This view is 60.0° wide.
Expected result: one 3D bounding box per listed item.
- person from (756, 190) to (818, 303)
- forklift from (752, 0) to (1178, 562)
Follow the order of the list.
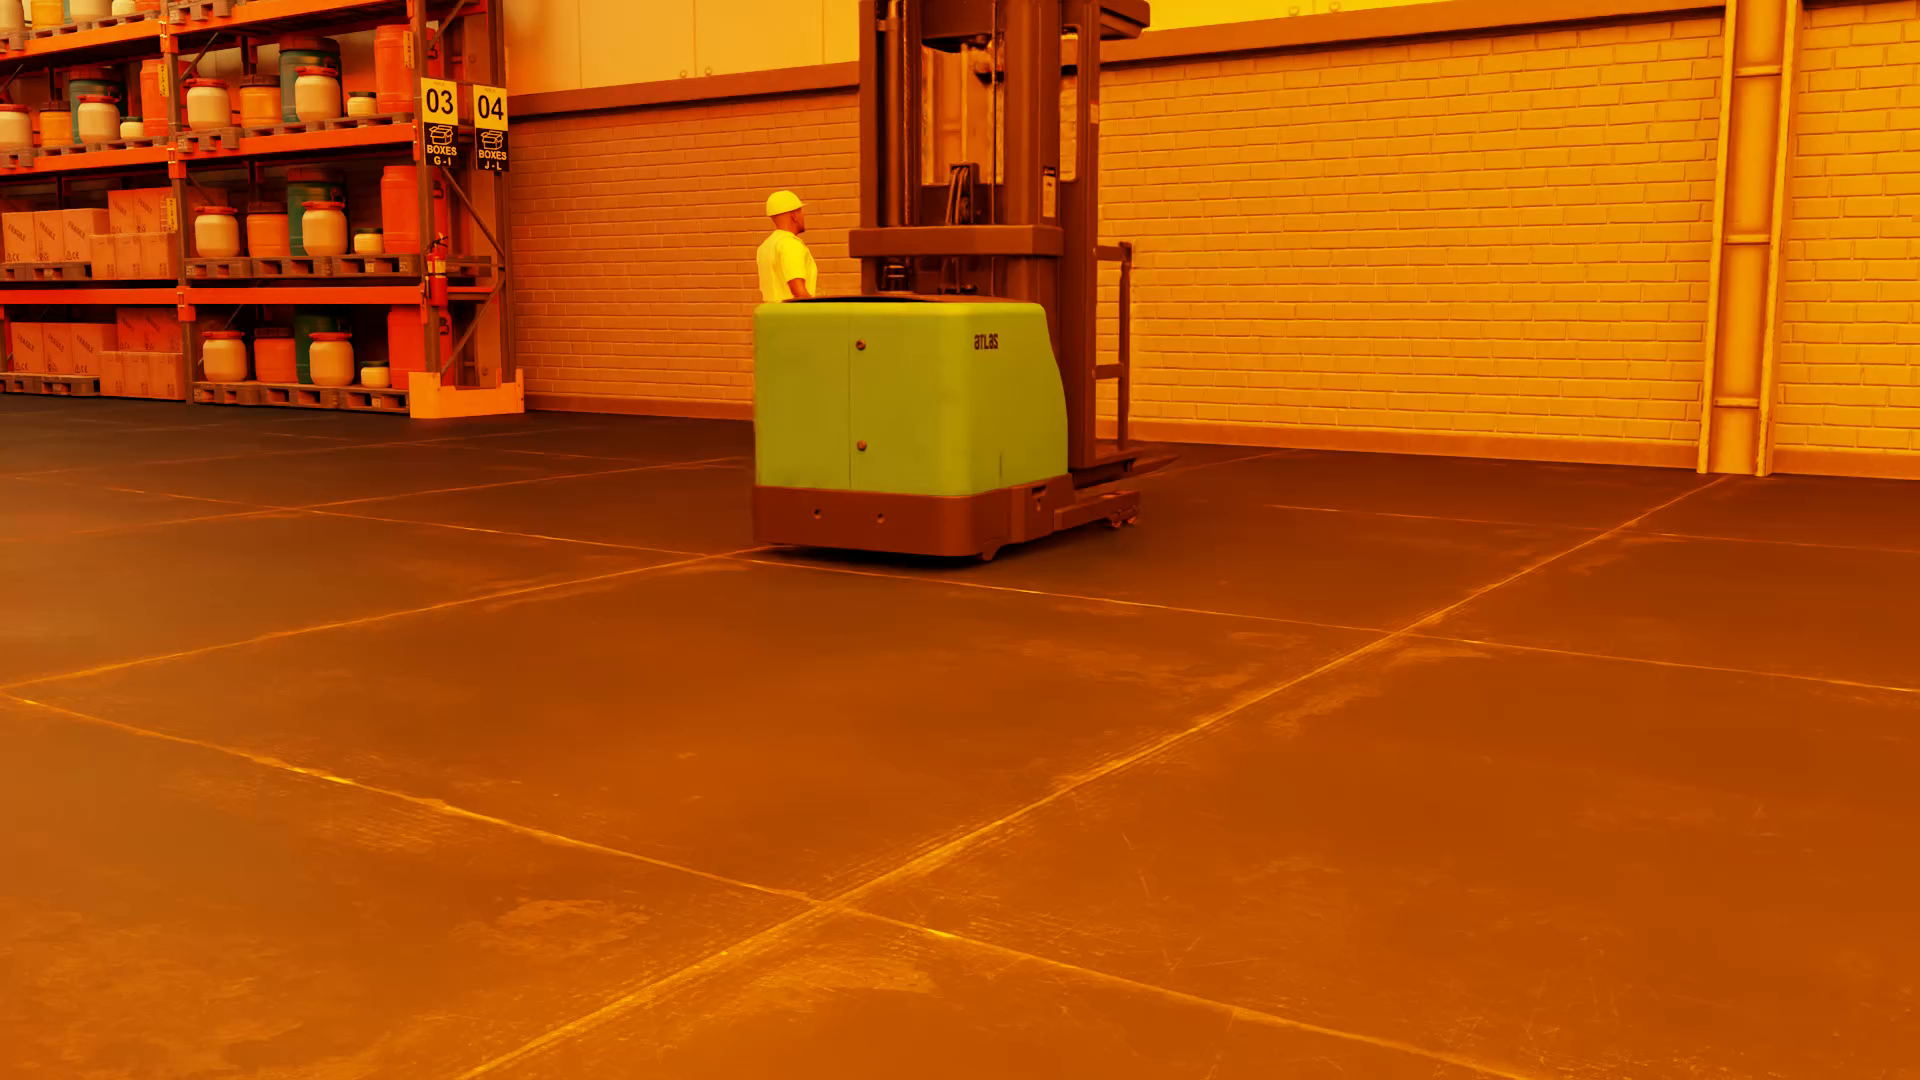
[{"bbox_3d":[-0.970,-1.317,10.543,0.579,1.765,0.666,-4,9,-28],"label":"person"},{"bbox_3d":[0.236,-1.532,7.964,1.130,2.935,3.031,4,9,27],"label":"forklift"}]
